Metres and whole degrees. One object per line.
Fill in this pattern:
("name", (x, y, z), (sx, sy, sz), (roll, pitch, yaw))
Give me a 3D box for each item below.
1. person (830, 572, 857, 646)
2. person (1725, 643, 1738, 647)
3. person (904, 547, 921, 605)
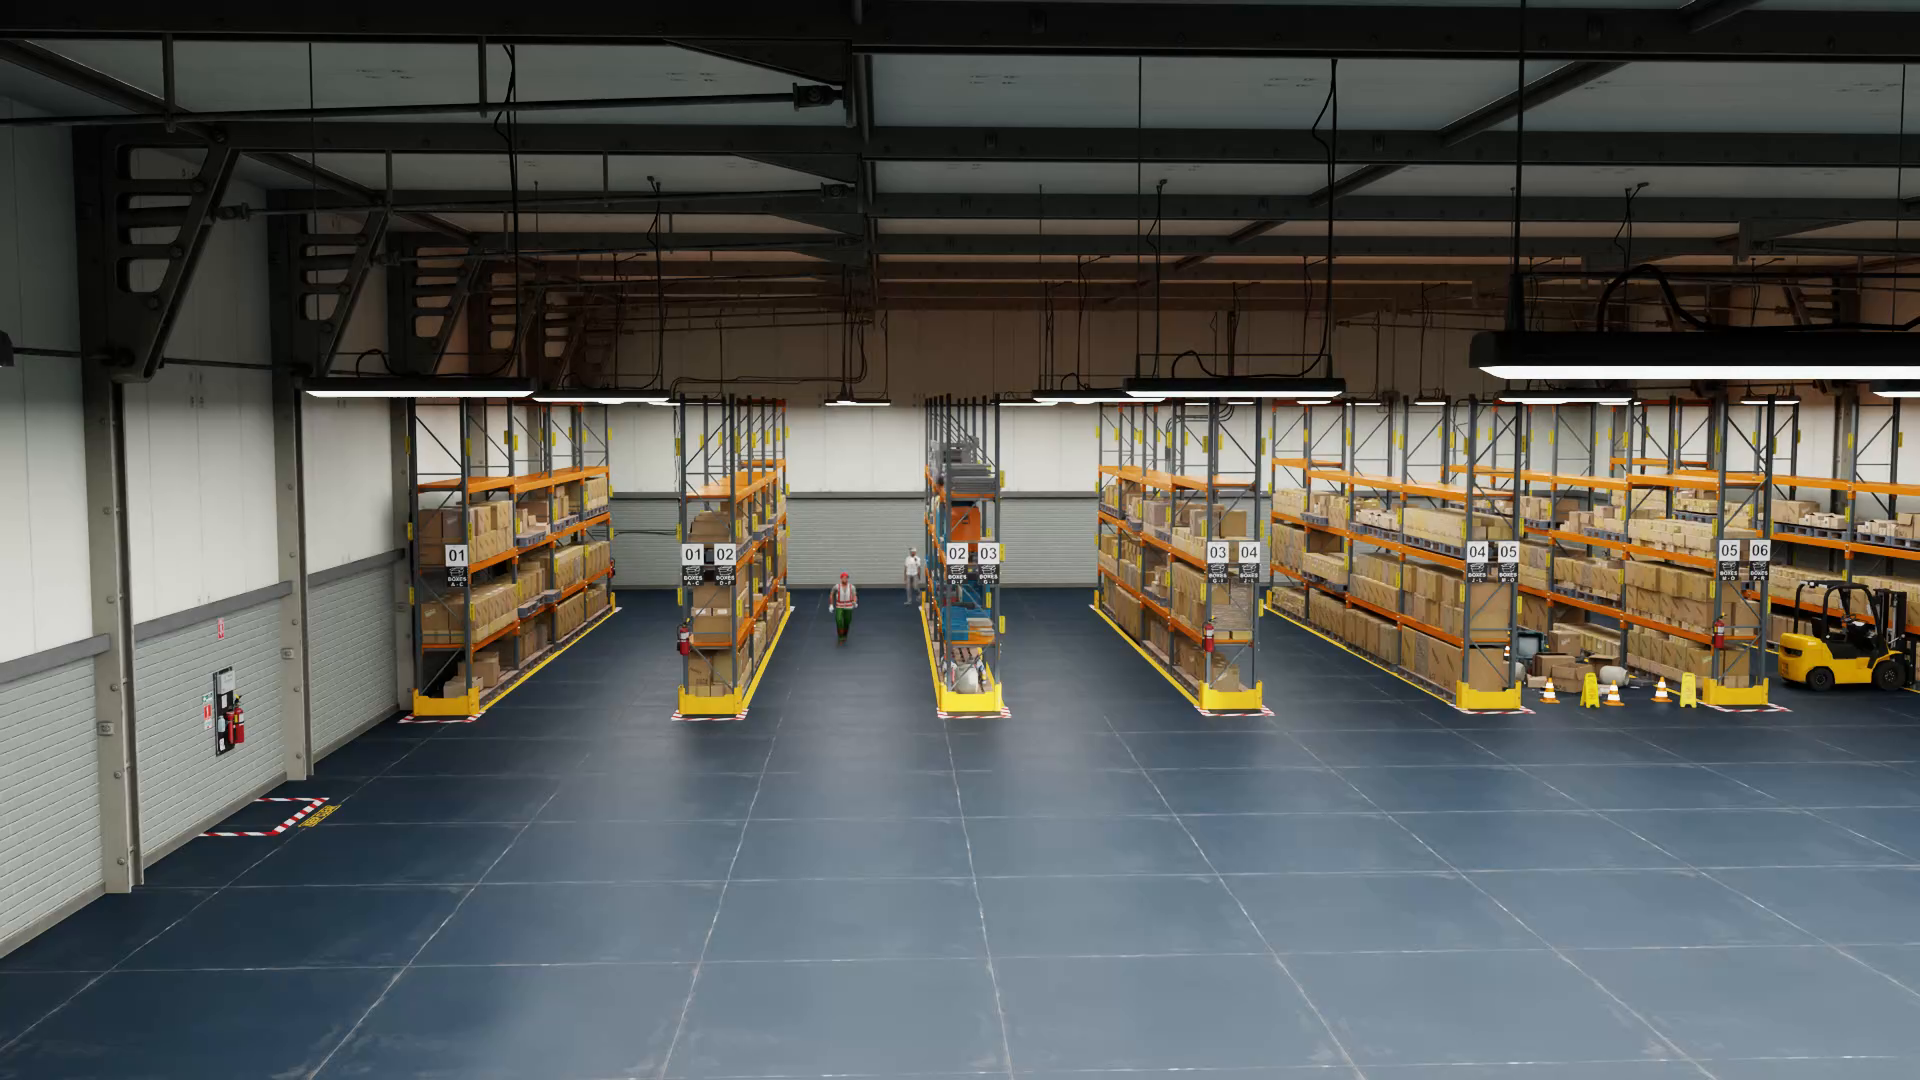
("person", (-2.837, 1.690, 40.461), (0.669, 1.813, 0.877), (0, 5, -4))
("person", (16.895, 1.995, 36.384), (0.441, 1.731, 0.573), (3, 5, 30))
("person", (-1.378, 1.039, 48.575), (0.480, 1.677, 0.543), (1, 5, 17))
